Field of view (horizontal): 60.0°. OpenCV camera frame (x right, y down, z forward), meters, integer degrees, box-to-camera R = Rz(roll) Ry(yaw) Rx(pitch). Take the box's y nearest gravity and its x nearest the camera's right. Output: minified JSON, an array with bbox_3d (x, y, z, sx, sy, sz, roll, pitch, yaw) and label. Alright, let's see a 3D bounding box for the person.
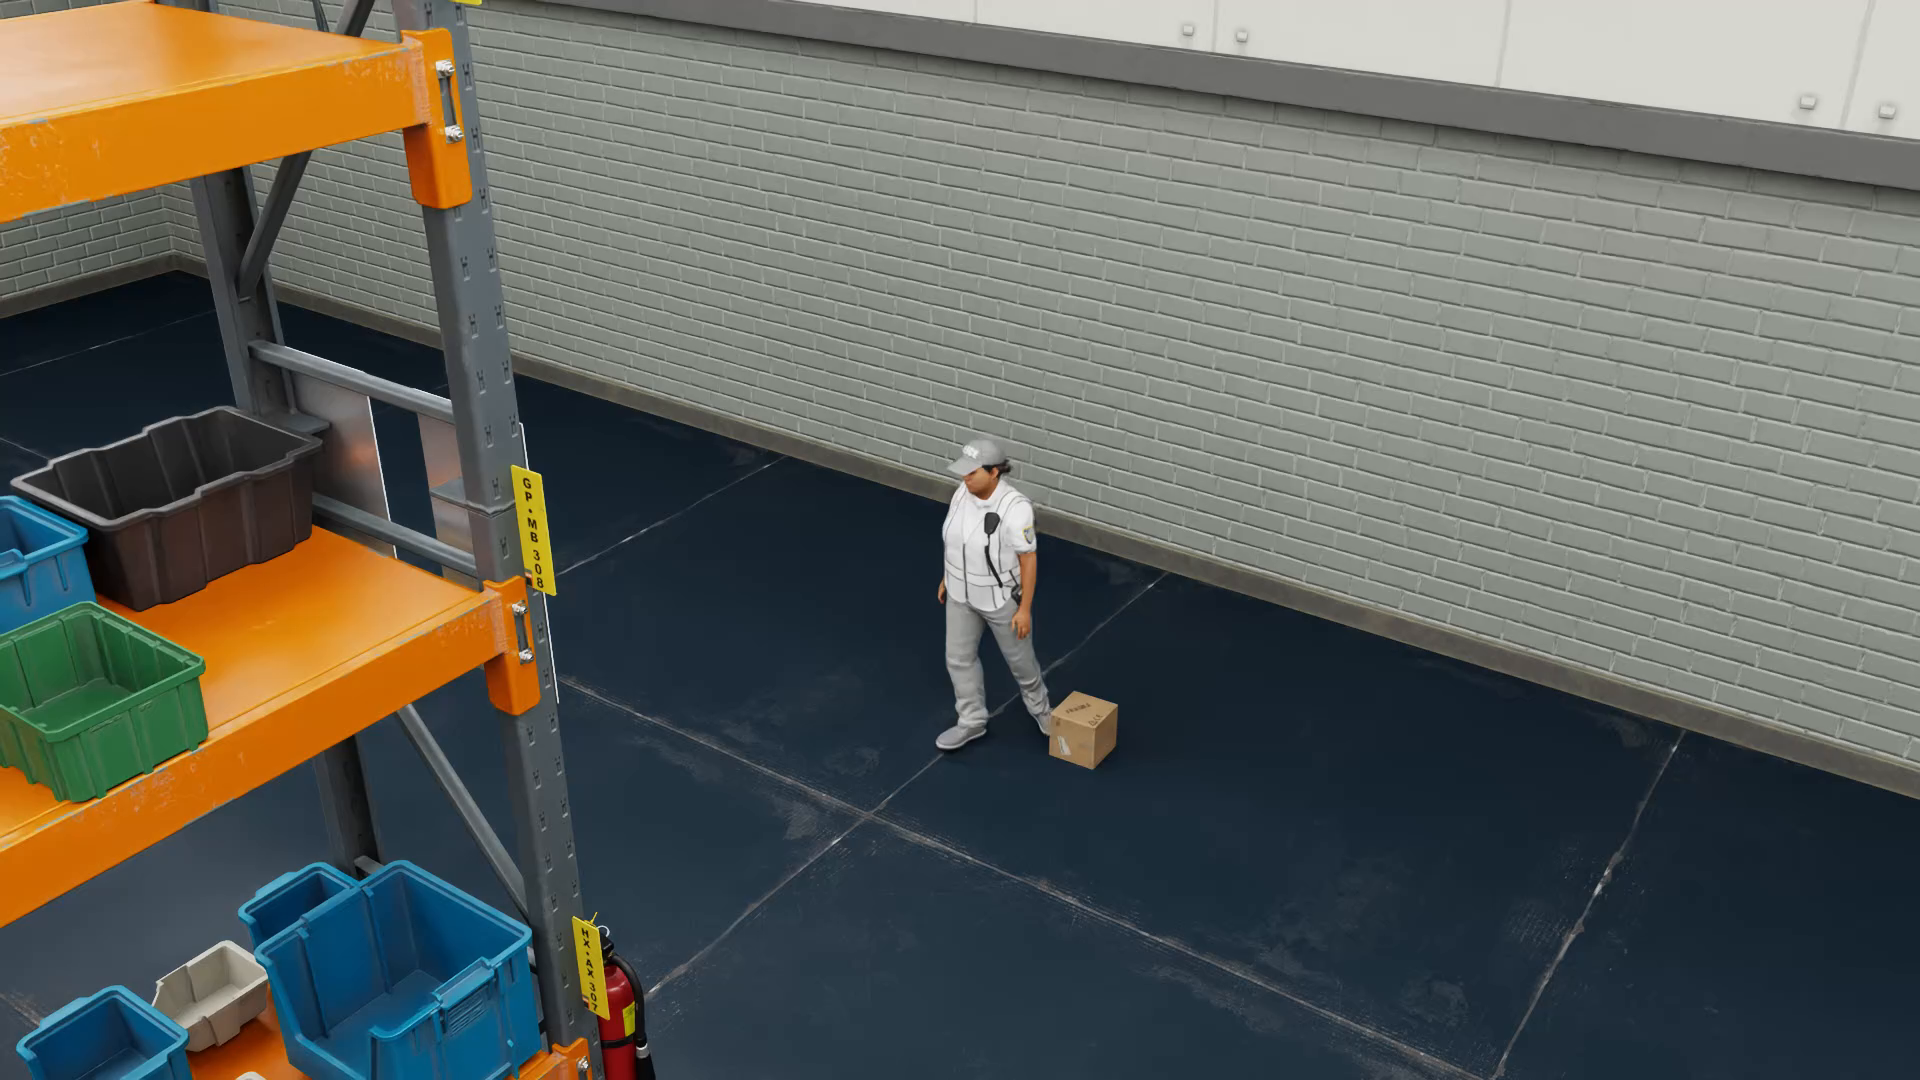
[{"bbox_3d":[0.176,0.252,8.123,0.645,1.649,0.596,18,32,31],"label":"person"}]
